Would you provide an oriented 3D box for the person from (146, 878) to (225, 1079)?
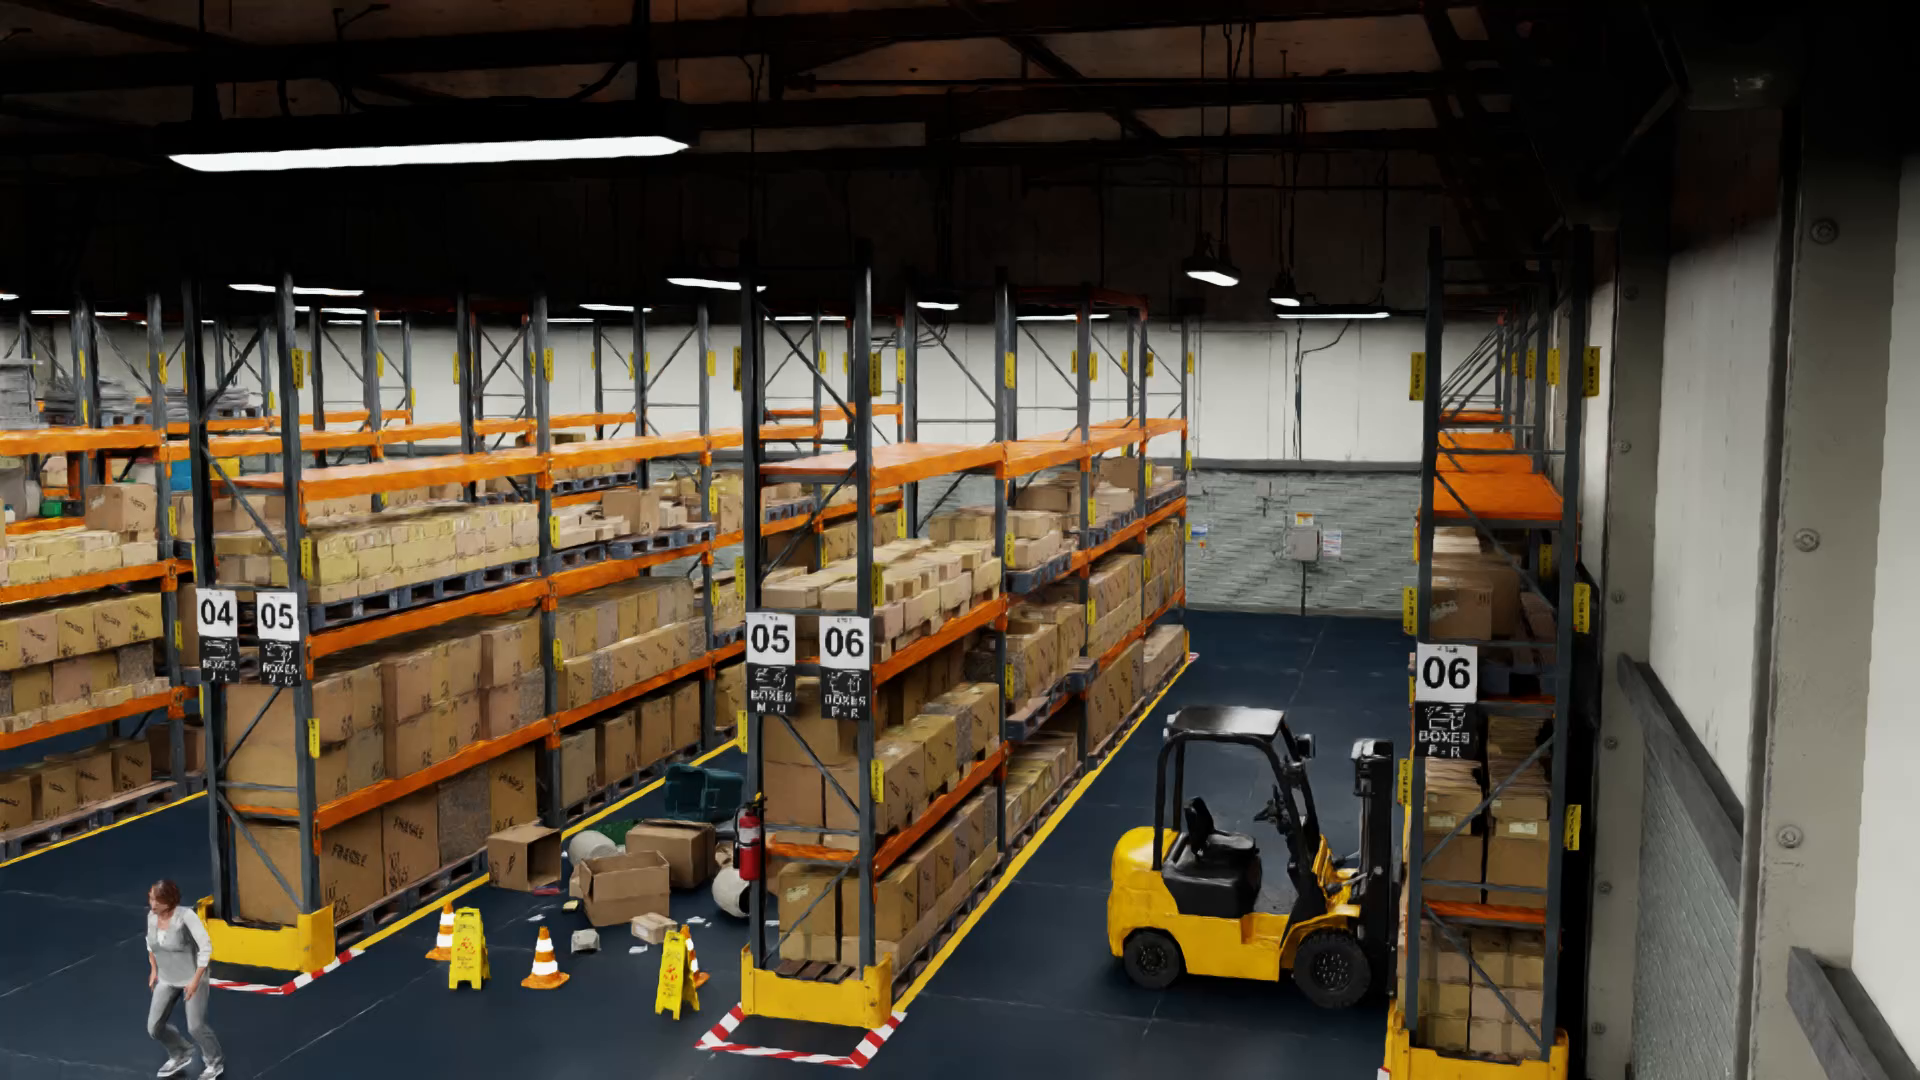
[{"bbox_3d":[-5.499,3.099,11.749,0.564,1.541,0.519,2,7,14],"label":"person"}]
